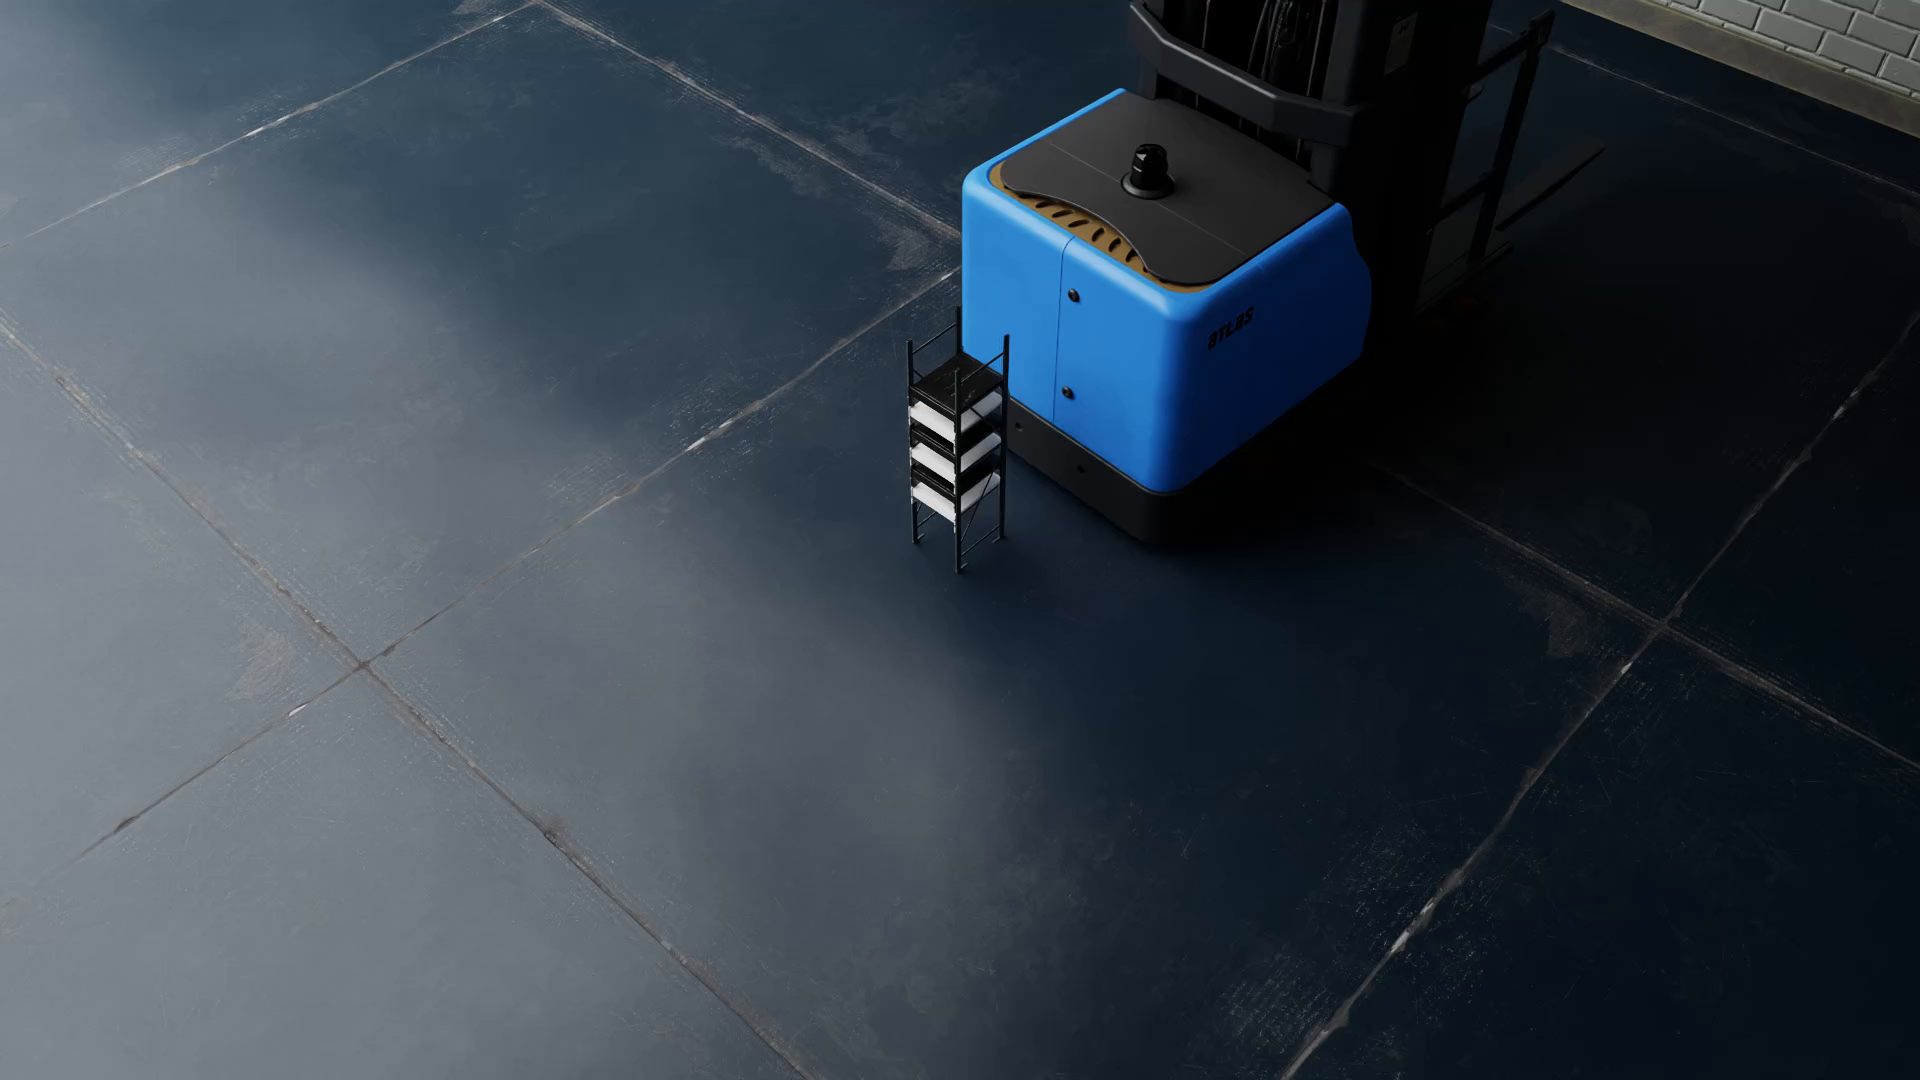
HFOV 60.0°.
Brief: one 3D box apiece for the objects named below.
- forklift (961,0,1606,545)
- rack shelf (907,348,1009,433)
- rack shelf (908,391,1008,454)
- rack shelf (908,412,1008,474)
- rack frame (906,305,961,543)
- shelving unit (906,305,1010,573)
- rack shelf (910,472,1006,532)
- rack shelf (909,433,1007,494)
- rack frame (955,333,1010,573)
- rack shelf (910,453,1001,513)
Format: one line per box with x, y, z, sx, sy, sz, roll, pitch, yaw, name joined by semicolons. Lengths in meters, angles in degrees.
1.405;-1.942;5.563;3.031;2.935;1.130;-35;56;-28;forklift
-0.006;-0.474;5.253;0.200;0.077;0.258;34;55;28;rack shelf
-0.006;-0.412;5.319;0.200;0.077;0.258;34;55;28;rack shelf
-0.006;-0.351;5.384;0.200;0.077;0.258;34;55;28;rack shelf
-0.081;-0.362;5.473;0.006;0.900;0.240;34;55;28;rack frame
-0.006;-0.312;5.426;0.210;0.900;0.258;34;55;28;shelving unit
-0.006;-0.166;5.581;0.200;0.077;0.258;34;55;28;rack shelf
-0.006;-0.289;5.450;0.200;0.077;0.258;34;55;28;rack shelf
0.069;-0.262;5.379;0.006;0.900;0.240;34;55;28;rack frame
-0.006;-0.228;5.516;0.200;0.077;0.258;34;55;28;rack shelf
